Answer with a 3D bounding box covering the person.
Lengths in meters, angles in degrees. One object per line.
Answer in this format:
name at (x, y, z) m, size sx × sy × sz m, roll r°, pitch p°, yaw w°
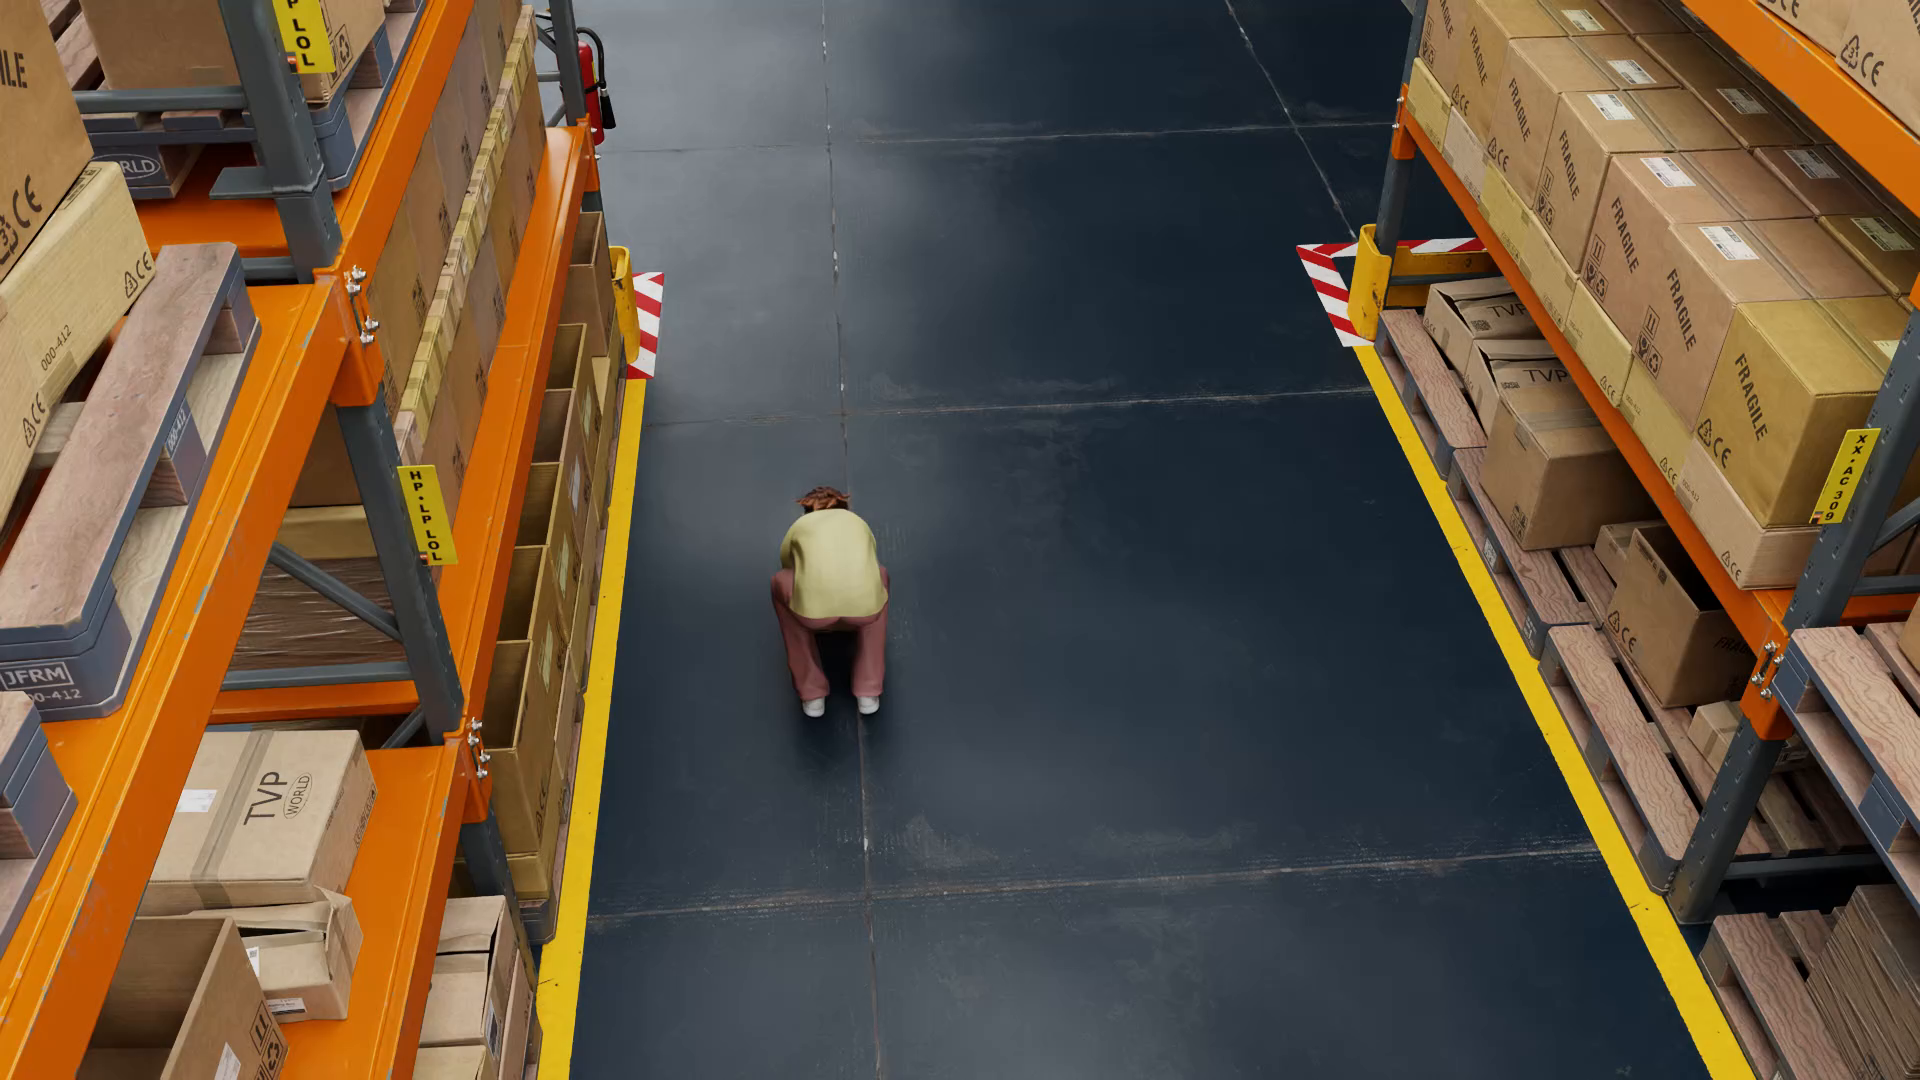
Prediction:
person at (-0.509, 0.208, 6.594) m, size 0.477 × 0.827 × 0.858 m, roll -5°, pitch 40°, yaw -6°
